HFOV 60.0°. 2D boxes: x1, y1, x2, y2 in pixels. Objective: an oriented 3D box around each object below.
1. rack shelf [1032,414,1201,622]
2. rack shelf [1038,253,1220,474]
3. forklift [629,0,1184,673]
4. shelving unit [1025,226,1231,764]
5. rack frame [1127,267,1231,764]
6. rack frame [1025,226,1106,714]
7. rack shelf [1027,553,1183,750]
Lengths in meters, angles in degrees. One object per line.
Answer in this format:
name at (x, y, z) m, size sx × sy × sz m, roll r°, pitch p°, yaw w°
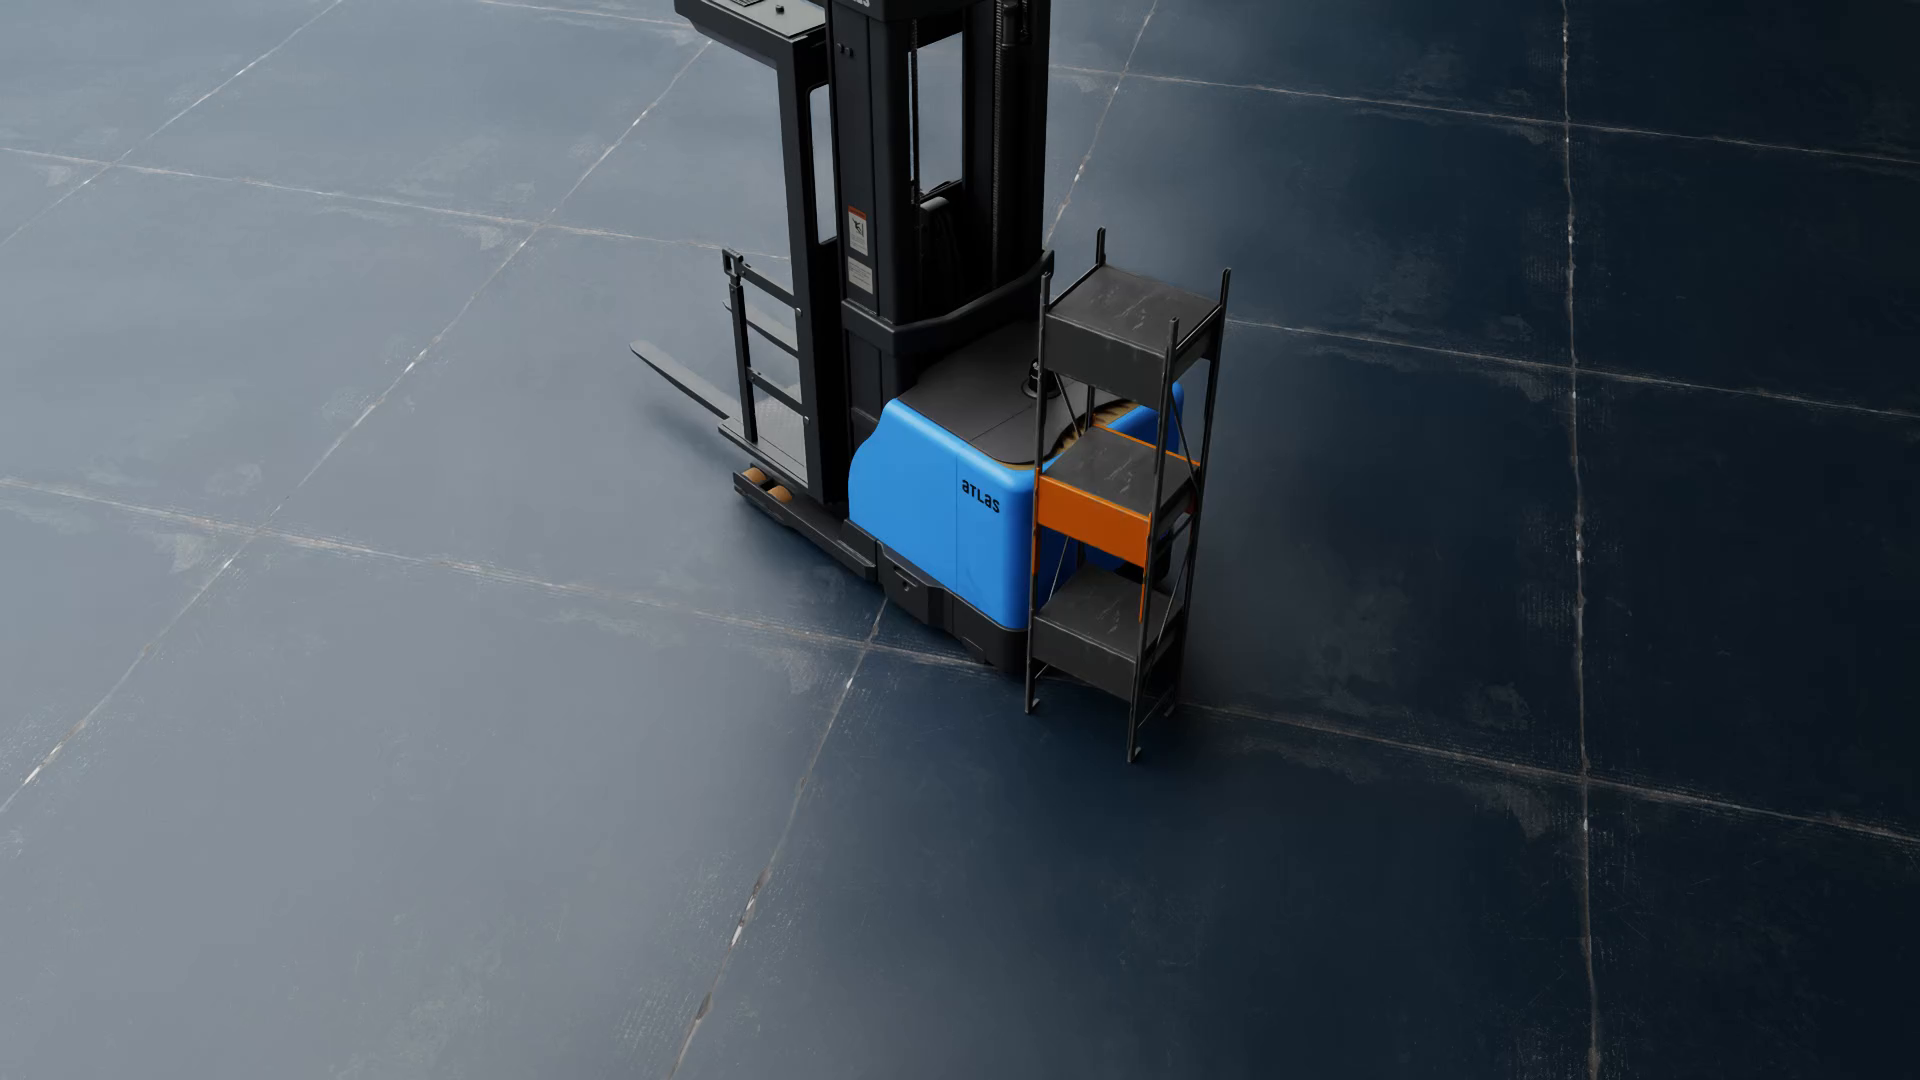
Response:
rack shelf at (0.592, -0.087, 6.264) m, size 0.480 × 0.518 × 0.431 m, roll 24°, pitch 46°, yaw 25°
rack shelf at (0.592, -0.621, 5.811) m, size 0.480 × 0.518 × 0.431 m, roll 24°, pitch 46°, yaw 25°
forklift at (-0.435, -1.415, 7.180) m, size 1.130 × 2.935 × 3.031 m, roll -32°, pitch 49°, yaw -32°
shelving unit at (0.592, -0.098, 6.255) m, size 0.503 × 2.100 × 0.431 m, roll 24°, pitch 46°, yaw 25°
rack frame at (0.794, -0.009, 6.151) m, size 0.015 × 2.100 × 0.400 m, roll 24°, pitch 46°, yaw 25°
rack frame at (0.390, -0.186, 6.359) m, size 0.015 × 2.100 × 0.400 m, roll 24°, pitch 46°, yaw 25°
rack shelf at (0.591, 0.446, 6.717) m, size 0.480 × 0.518 × 0.431 m, roll 24°, pitch 46°, yaw 25°
